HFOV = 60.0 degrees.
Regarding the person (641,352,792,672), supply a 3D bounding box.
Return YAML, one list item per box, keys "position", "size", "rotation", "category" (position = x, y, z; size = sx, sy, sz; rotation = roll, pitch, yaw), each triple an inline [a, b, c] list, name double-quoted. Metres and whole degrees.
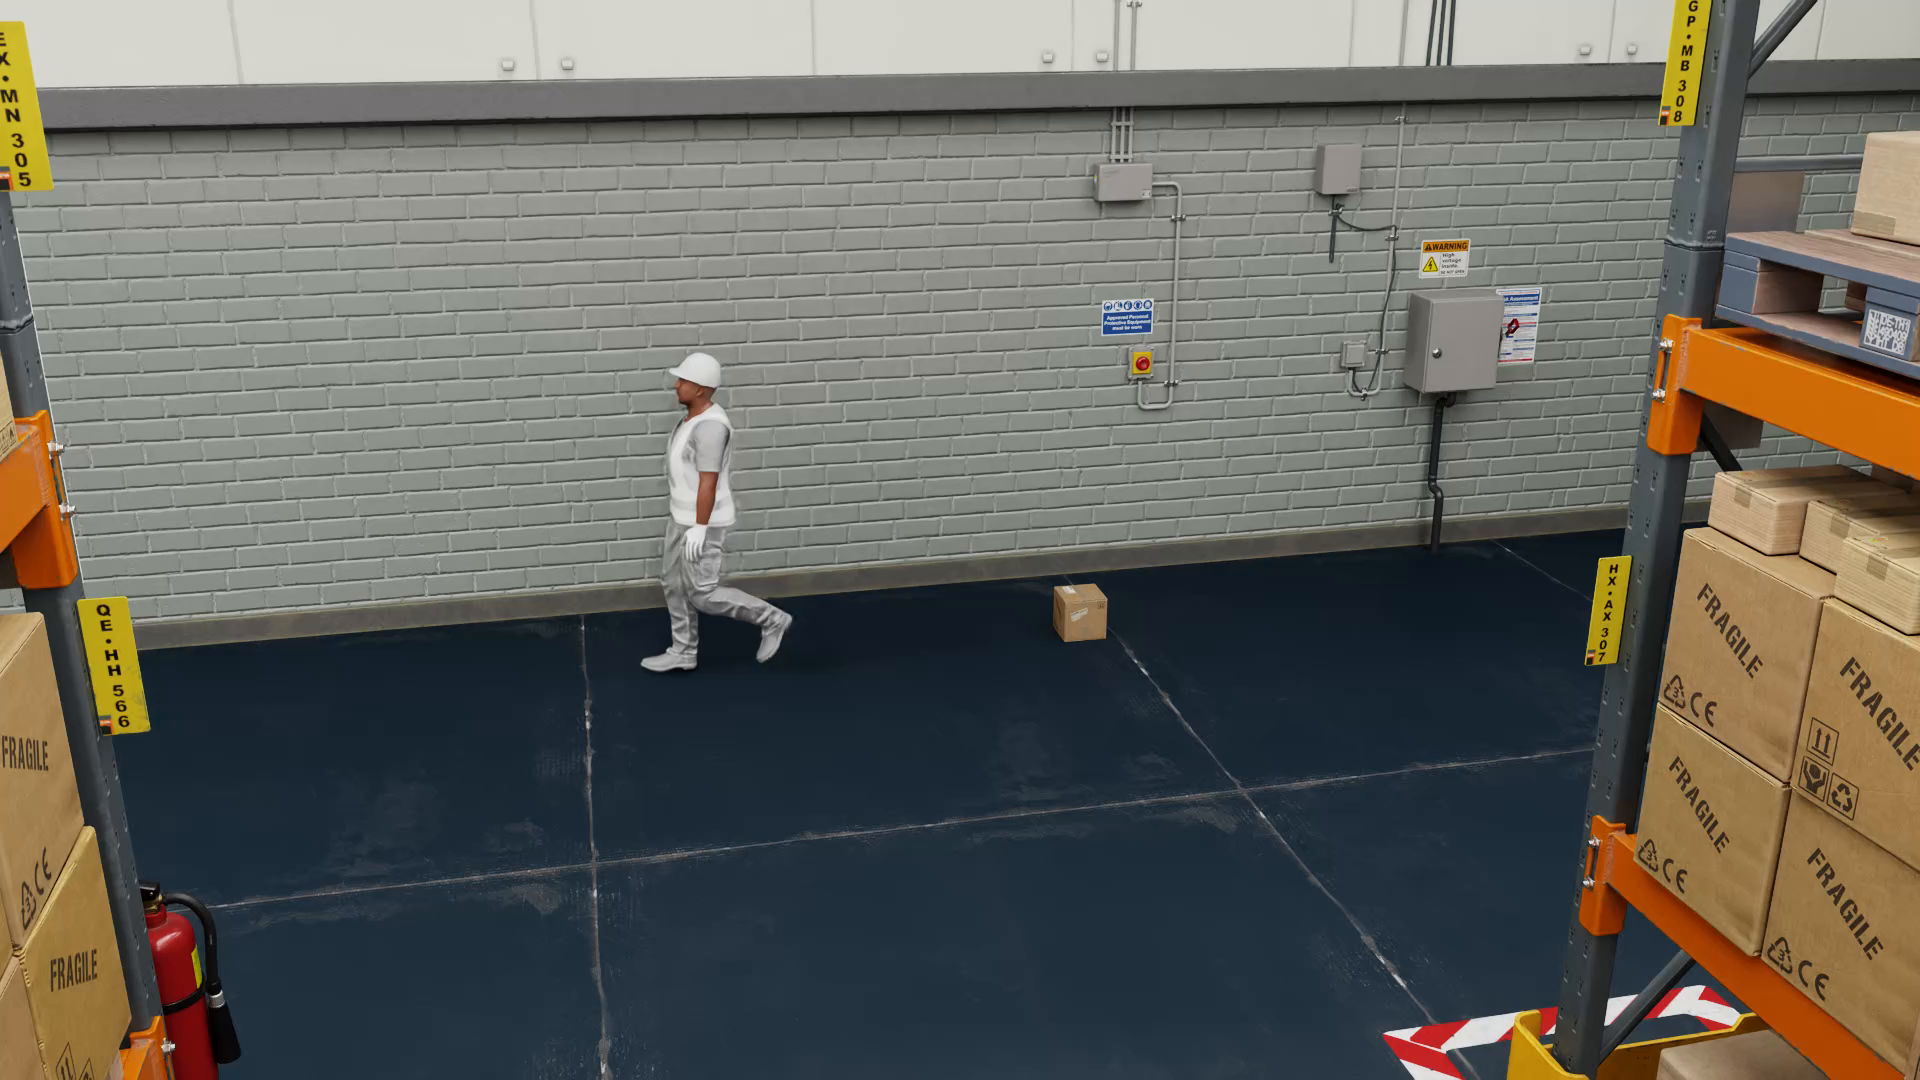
- position: [-1.336, -0.128, 8.853]
  size: [0.813, 1.761, 0.556]
  rotation: [-6, 20, -16]
  category: "person"
